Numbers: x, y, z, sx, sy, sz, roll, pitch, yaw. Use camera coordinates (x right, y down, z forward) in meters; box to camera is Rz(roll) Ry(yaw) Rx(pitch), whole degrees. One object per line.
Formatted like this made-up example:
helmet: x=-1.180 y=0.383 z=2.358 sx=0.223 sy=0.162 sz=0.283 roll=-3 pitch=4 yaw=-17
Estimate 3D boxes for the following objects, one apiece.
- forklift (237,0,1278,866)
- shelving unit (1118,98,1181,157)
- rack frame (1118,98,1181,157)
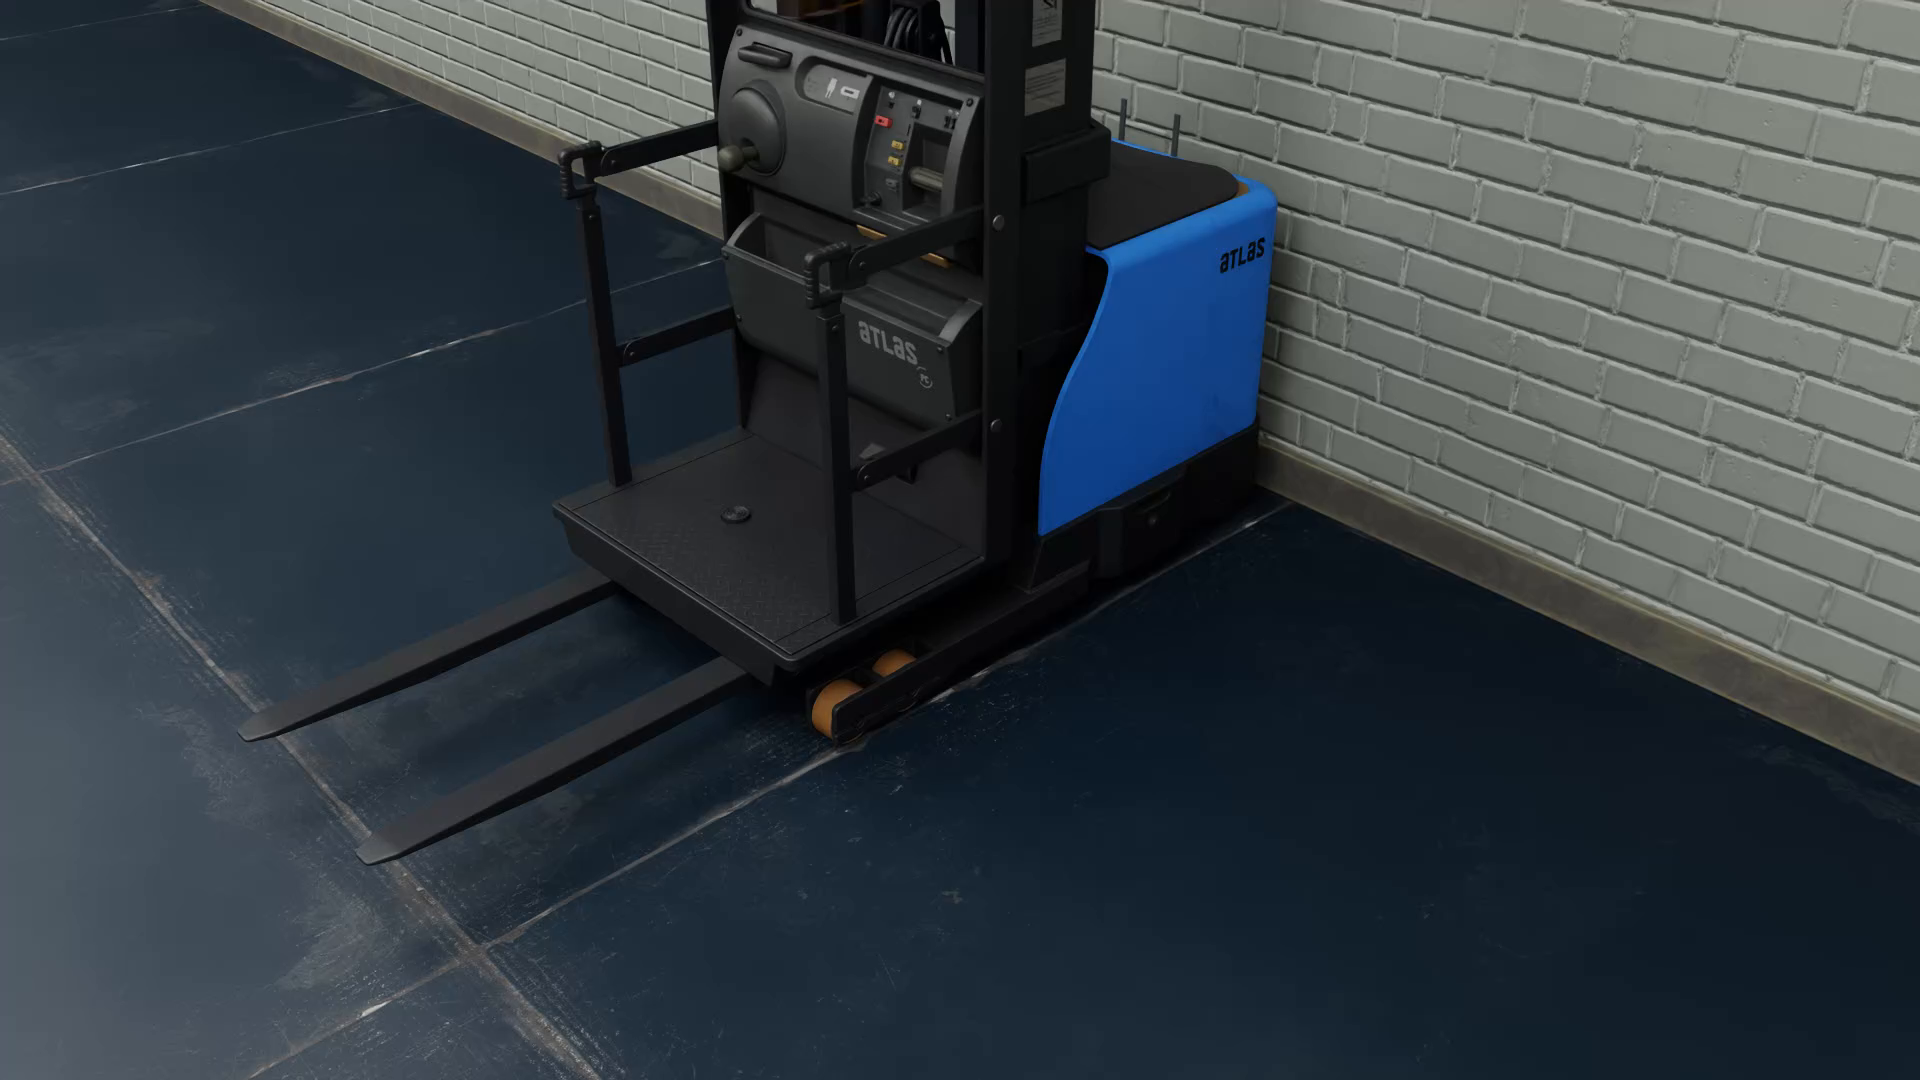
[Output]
forklift: x=-0.452 y=-1.021 z=4.110 sx=3.031 sy=2.935 sz=1.130 roll=-27 pitch=40 yaw=-37
shelving unit: x=0.641 y=-0.848 z=5.486 sx=0.189 sy=1.200 sz=0.258 roll=-24 pitch=38 yaw=-37
rack frame: x=0.574 y=-0.818 z=5.431 sx=0.006 sy=1.200 sz=0.240 roll=-24 pitch=38 yaw=-37
